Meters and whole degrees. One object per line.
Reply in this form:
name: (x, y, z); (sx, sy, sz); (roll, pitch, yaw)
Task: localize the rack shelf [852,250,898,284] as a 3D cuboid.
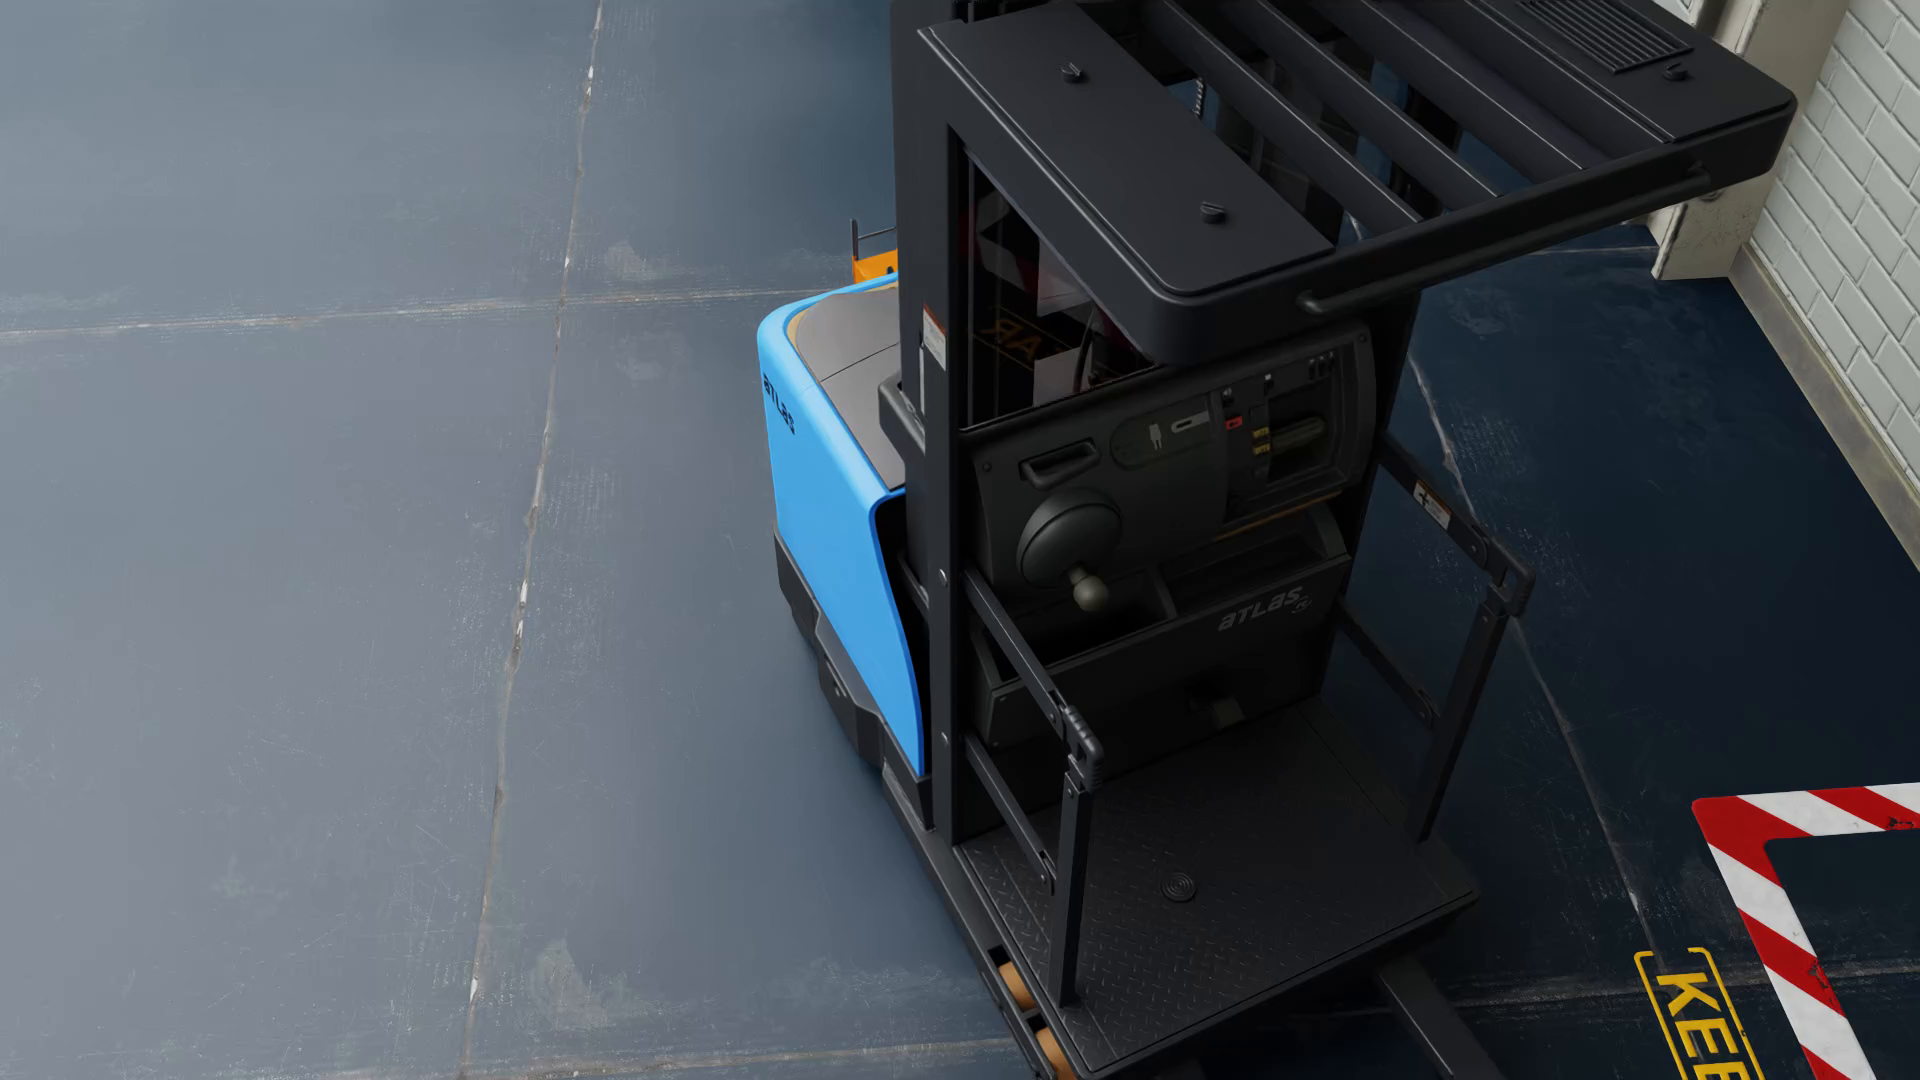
rack shelf: (-0.162, -0.674, 4.789); (0.215, 0.259, 0.240); (-20, 50, -18)

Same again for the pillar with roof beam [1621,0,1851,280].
pillar with roof beam: (-1.573, -3.948, 2.792); (9.100, 9.000, 0.400); (-3, 47, -3)

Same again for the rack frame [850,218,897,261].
rack frame: (-0.216, -0.566, 5.063); (0.200, 1.050, 0.008); (-20, 50, -18)

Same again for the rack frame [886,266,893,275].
rack frame: (-0.109, -0.407, 4.912); (0.200, 1.050, 0.008); (-20, 50, -18)

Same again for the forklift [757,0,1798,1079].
forklift: (0.554, -0.056, 3.284); (1.130, 2.935, 3.031); (-20, 50, -18)

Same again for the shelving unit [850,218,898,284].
shelving unit: (-0.162, -0.487, 4.988); (0.215, 1.050, 0.252); (-20, 50, -18)
